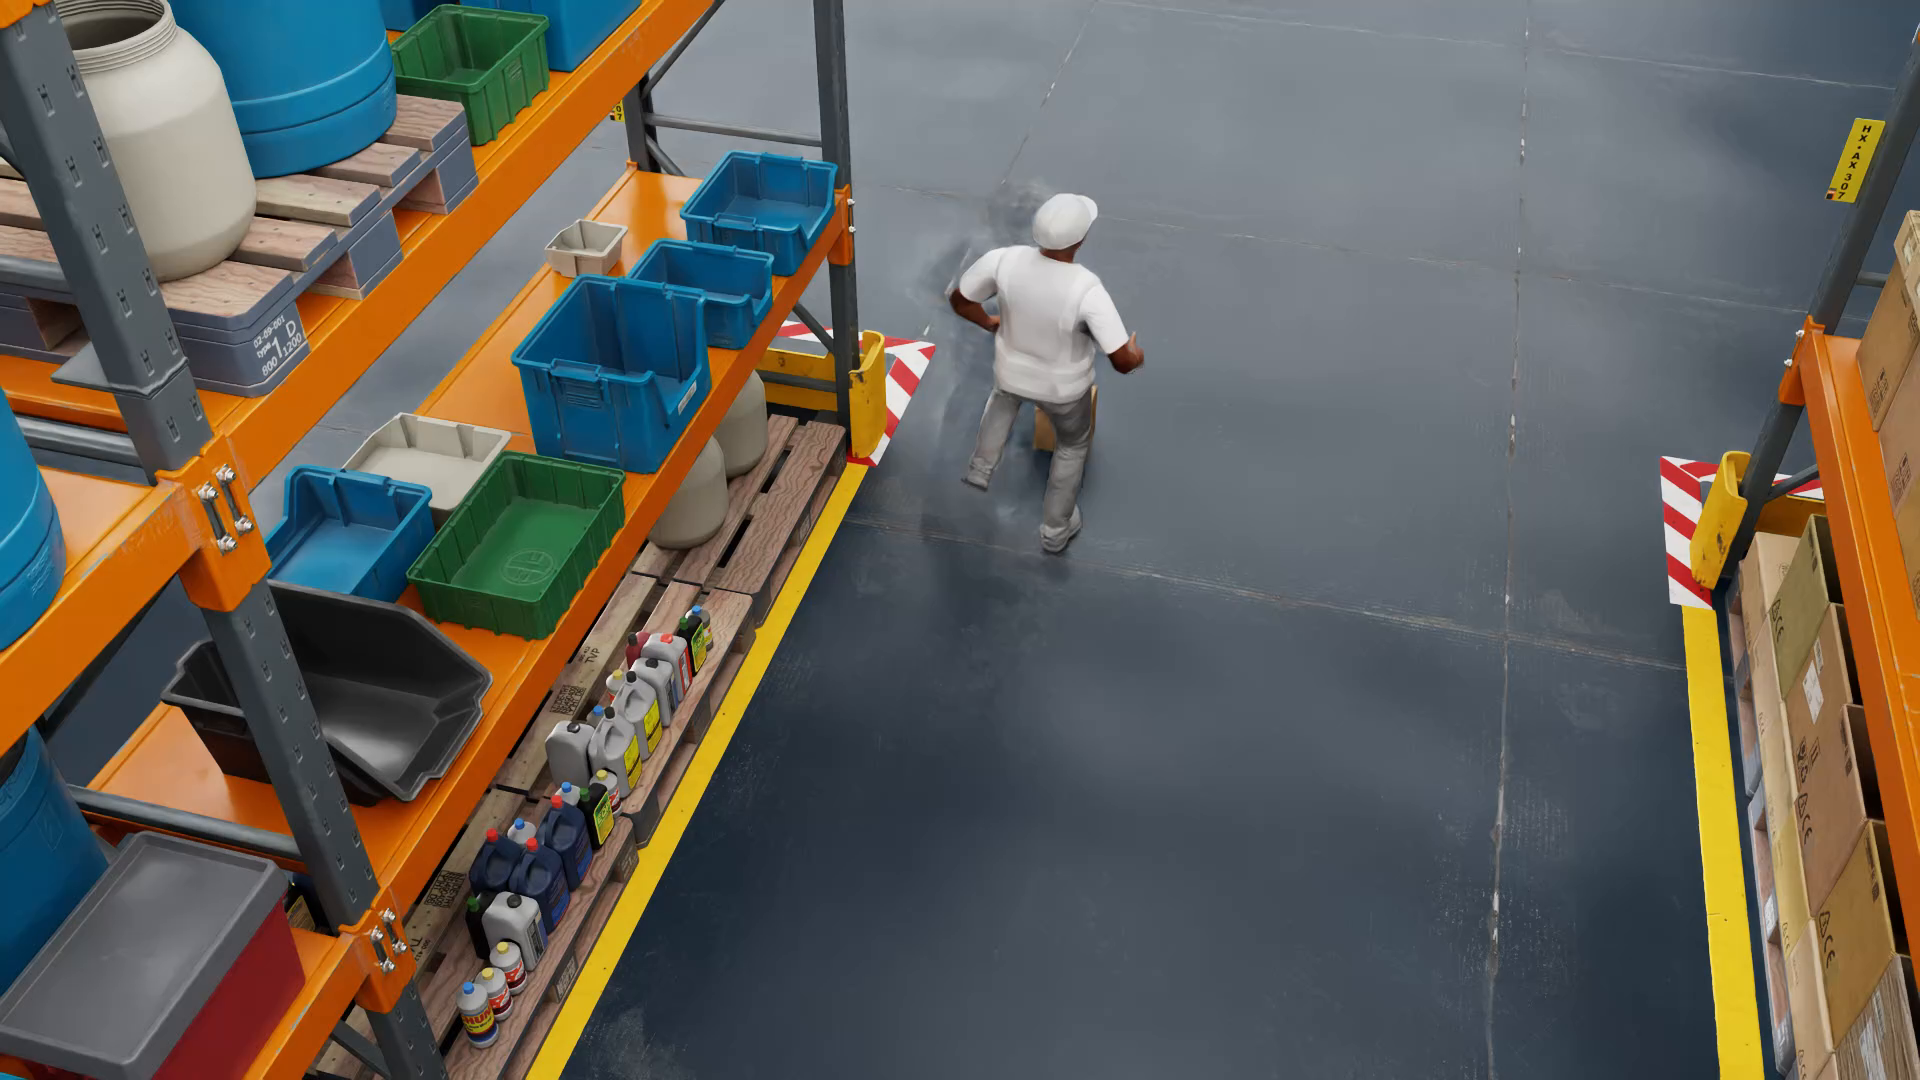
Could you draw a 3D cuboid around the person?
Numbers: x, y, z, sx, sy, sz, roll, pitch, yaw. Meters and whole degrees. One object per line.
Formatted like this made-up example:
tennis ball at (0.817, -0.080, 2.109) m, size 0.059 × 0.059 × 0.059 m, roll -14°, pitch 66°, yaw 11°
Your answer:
person at (0.383, -0.750, 7.044) m, size 0.804 × 1.720 × 0.552 m, roll 13°, pitch 43°, yaw 15°
